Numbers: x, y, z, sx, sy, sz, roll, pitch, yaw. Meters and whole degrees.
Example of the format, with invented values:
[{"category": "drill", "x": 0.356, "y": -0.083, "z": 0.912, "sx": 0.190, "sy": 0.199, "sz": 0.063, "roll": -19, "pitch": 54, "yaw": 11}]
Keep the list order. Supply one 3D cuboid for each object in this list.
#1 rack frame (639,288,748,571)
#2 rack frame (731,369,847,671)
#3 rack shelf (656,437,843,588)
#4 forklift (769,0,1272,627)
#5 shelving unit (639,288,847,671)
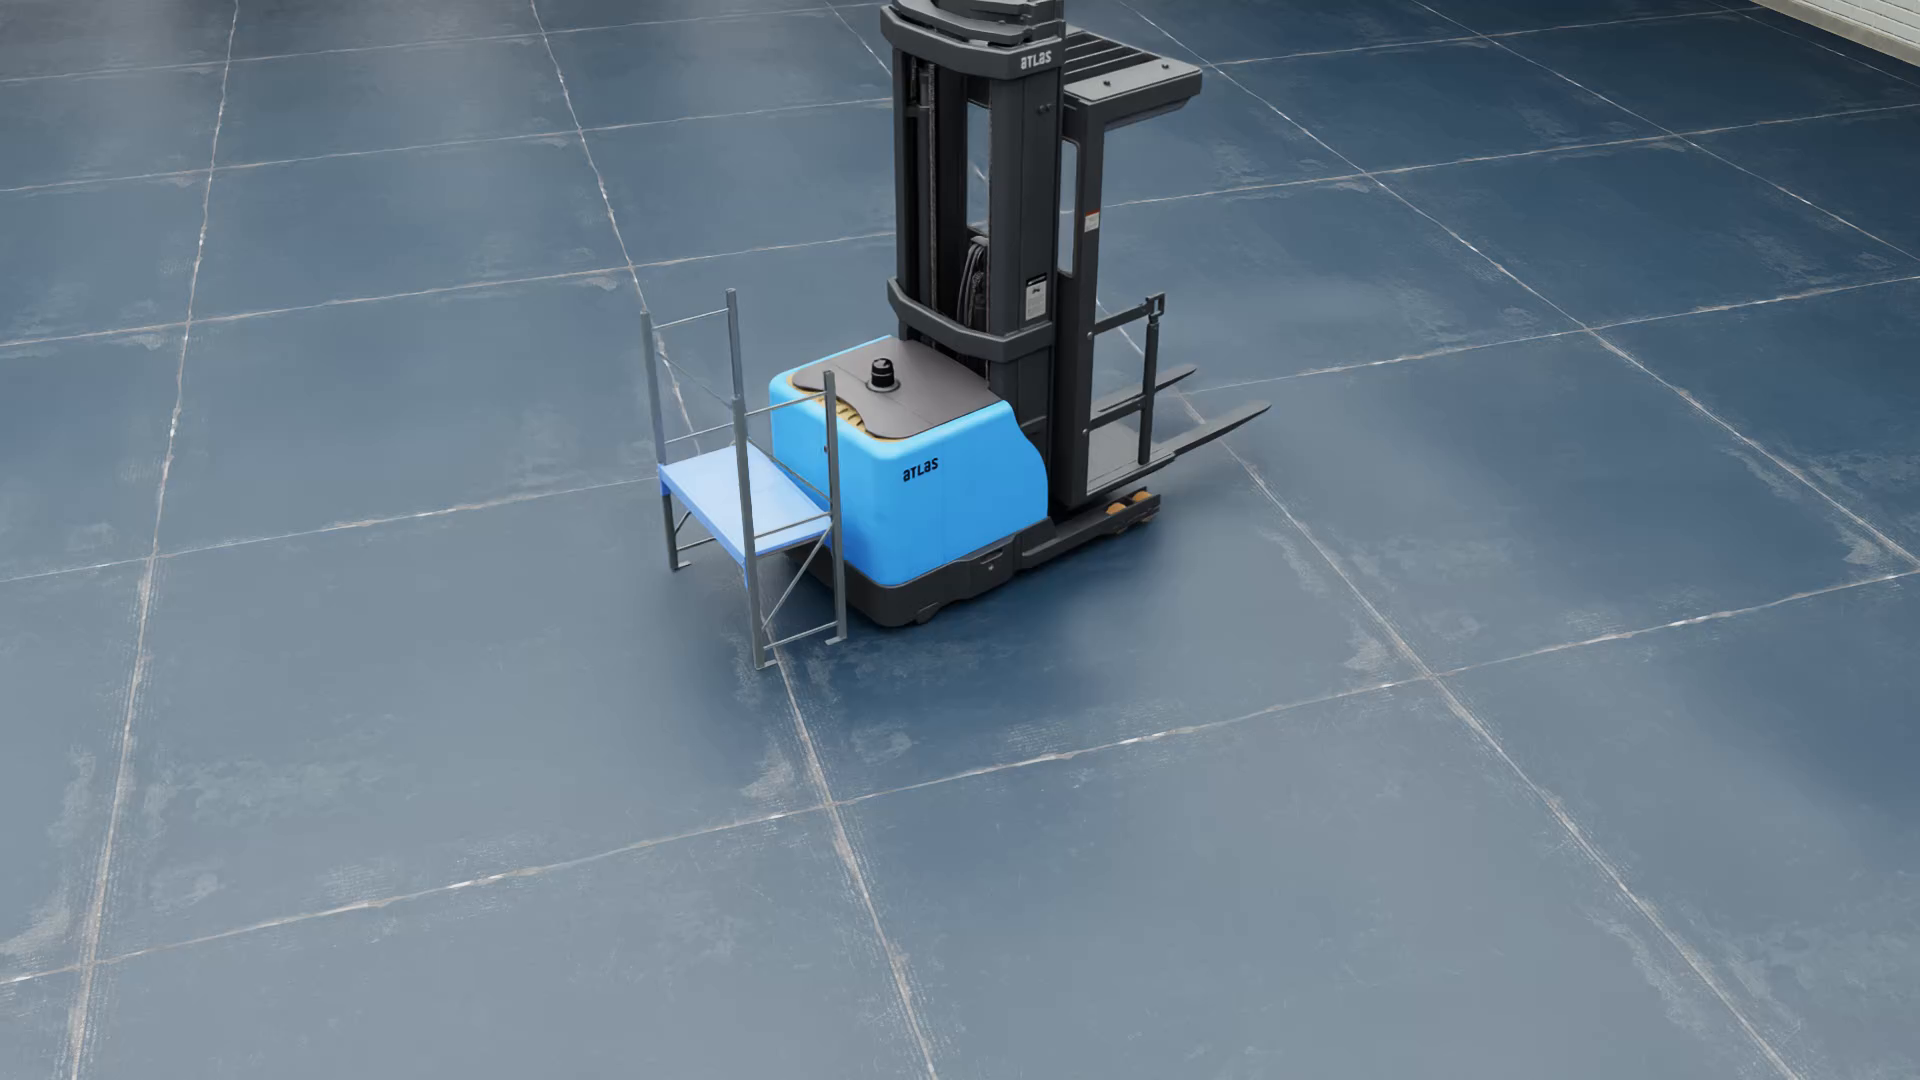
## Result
[{"category": "rack frame", "x": -1.327, "y": -0.542, "z": 8.529, "sx": 0.500, "sy": 1.500, "sz": 0.032, "roll": -19, "pitch": 38, "yaw": -26}, {"category": "rack frame", "x": -0.785, "y": -0.068, "z": 7.812, "sx": 0.500, "sy": 1.500, "sz": 0.032, "roll": -19, "pitch": 38, "yaw": -26}, {"category": "rack shelf", "x": -1.056, "y": -0.155, "z": 8.269, "sx": 0.538, "sy": 0.185, "sz": 1.000, "roll": -19, "pitch": 38, "yaw": -26}, {"category": "forklift", "x": 0.480, "y": -1.459, "z": 8.619, "sx": 3.031, "sy": 2.935, "sz": 1.130, "roll": -24, "pitch": 41, "yaw": -32}, {"category": "shelving unit", "x": -1.056, "y": -0.305, "z": 8.170, "sx": 0.538, "sy": 1.500, "sz": 1.048, "roll": -19, "pitch": 38, "yaw": -26}]
